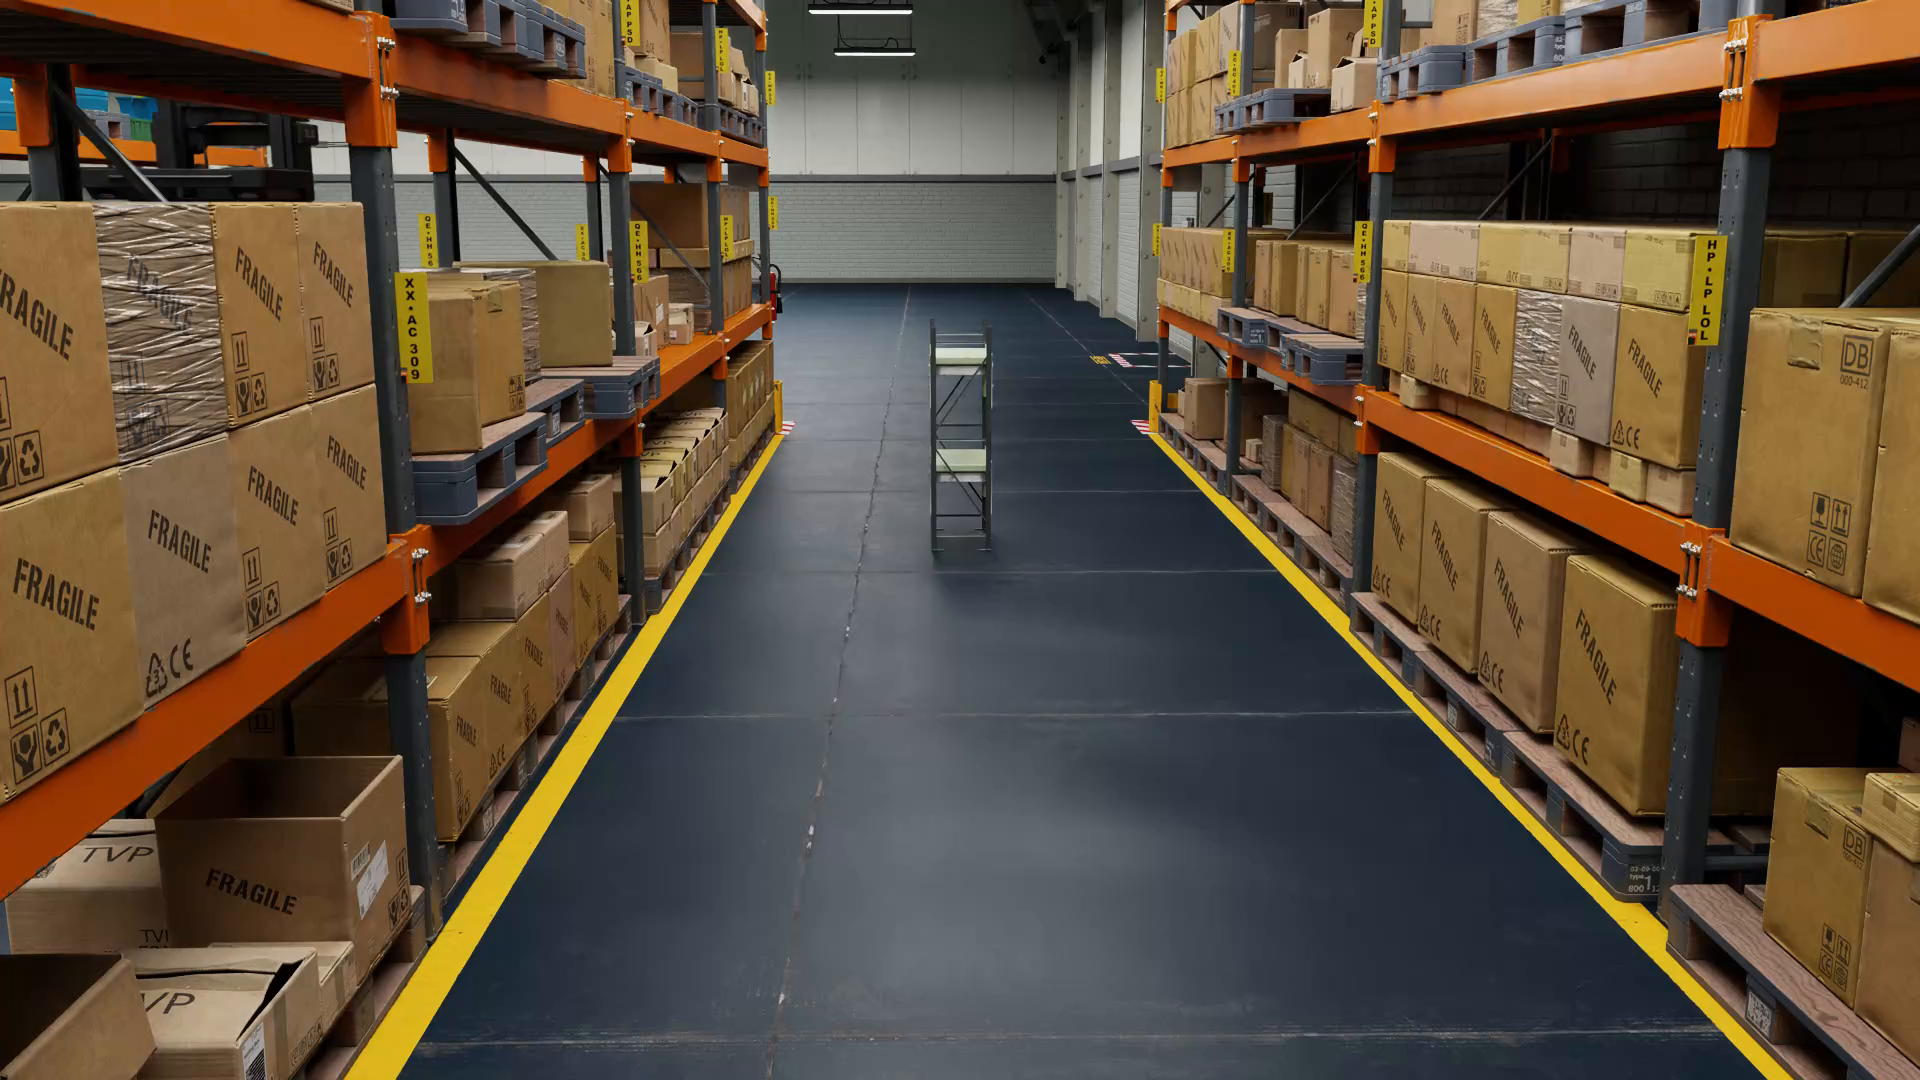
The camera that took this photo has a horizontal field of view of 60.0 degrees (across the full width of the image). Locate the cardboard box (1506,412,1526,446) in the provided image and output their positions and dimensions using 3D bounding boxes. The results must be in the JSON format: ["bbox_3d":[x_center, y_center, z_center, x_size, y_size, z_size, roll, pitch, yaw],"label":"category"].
[{"bbox_3d":[2.518,-0.481,6.965,0.380,0.149,0.250,0,11,1],"label":"cardboard box"}]

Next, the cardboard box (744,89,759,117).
[{"bbox_3d":[-2.128,-4.030,15.302,0.500,0.250,0.500,0,11,-1],"label":"cardboard box"}]

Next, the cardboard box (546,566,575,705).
[{"bbox_3d":[-1.969,0.405,7.198,0.500,0.500,0.500,-1,11,-3],"label":"cardboard box"}]

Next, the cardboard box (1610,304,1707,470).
[{"bbox_3d":[2.523,-0.518,5.516,0.500,0.500,0.500,0,11,-2],"label":"cardboard box"}]

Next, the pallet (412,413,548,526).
[{"bbox_3d":[-2.075,-0.266,5.811,1.003,0.211,1.213,0,11,-1],"label":"pallet"}]

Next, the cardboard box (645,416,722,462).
[{"bbox_3d":[-2.021,-0.742,12.120,0.500,0.311,0.500,0,11,0],"label":"cardboard box"}]

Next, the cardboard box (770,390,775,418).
[{"bbox_3d":[-2.109,-1.339,16.476,0.500,0.250,0.500,0,11,-1],"label":"cardboard box"}]

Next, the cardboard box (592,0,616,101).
[{"bbox_3d":[-2.208,-2.429,8.191,0.910,0.500,0.500,0,11,-1],"label":"cardboard box"}]

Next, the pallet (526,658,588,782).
[{"bbox_3d":[-2.251,0.761,7.278,1.003,0.211,1.213,0,11,-1],"label":"pallet"}]

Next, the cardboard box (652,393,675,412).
[{"bbox_3d":[-2.560,-1.208,13.942,0.500,0.500,0.500,0,11,-1],"label":"cardboard box"}]

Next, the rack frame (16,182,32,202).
[{"bbox_3d":[-7.286,-1.772,12.748,1.000,3.000,0.127,0,11,-1],"label":"rack frame"}]

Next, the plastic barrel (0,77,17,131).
[{"bbox_3d":[-7.058,-3.387,11.906,0.600,0.901,0.708,0,11,-1],"label":"plastic barrel"}]

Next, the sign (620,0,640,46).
[{"bbox_3d":[-1.708,-2.722,8.585,0.100,0.325,0.005,0,11,-1],"label":"sign"}]

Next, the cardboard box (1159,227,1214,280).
[{"bbox_3d":[2.246,-2.815,16.333,0.500,0.500,0.500,0,11,-1],"label":"cardboard box"}]

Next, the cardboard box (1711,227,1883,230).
[{"bbox_3d":[3.018,-0.991,5.963,0.500,0.250,0.500,0,11,0],"label":"cardboard box"}]

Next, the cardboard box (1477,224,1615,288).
[{"bbox_3d":[2.497,-1.191,6.947,0.500,0.250,0.500,0,11,-2],"label":"cardboard box"}]

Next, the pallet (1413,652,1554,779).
[{"bbox_3d":[2.665,0.748,7.340,1.003,0.211,1.213,0,11,-1],"label":"pallet"}]

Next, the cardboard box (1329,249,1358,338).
[{"bbox_3d":[2.644,-1.486,9.983,0.700,0.500,0.500,-1,12,-7],"label":"cardboard box"}]

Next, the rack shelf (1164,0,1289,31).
[{"bbox_3d":[2.578,-4.796,14.384,1.077,0.370,4.000,0,11,-1],"label":"rack shelf"}]

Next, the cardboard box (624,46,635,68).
[{"bbox_3d":[-2.355,-3.013,10.645,0.500,0.250,0.500,-1,12,-6],"label":"cardboard box"}]

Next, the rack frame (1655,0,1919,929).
[{"bbox_3d":[2.785,-0.222,5.110,1.000,3.000,0.127,0,11,-1],"label":"rack frame"}]

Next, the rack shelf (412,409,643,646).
[{"bbox_3d":[-2.209,-0.246,7.037,1.077,0.370,4.000,0,11,-1],"label":"rack shelf"}]

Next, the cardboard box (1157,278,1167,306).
[{"bbox_3d":[2.229,-2.446,16.397,0.500,0.250,0.500,-1,11,-3],"label":"cardboard box"}]

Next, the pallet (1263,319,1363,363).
[{"bbox_3d":[2.620,-1.317,10.987,1.003,0.211,1.213,0,11,-1],"label":"pallet"}]

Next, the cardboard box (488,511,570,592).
[{"bbox_3d":[-1.966,0.045,7.087,0.500,0.250,0.500,0,11,-2],"label":"cardboard box"}]

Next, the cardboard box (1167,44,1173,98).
[{"bbox_3d":[2.302,-4.549,16.076,0.500,0.500,0.500,-1,12,-5],"label":"cardboard box"}]

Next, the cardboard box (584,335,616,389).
[{"bbox_3d":[-2.214,-1.025,9.292,0.500,0.311,0.500,0,11,2],"label":"cardboard box"}]

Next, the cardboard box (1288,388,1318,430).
[{"bbox_3d":[2.664,-0.937,11.927,0.500,0.250,0.500,0,11,-2],"label":"cardboard box"}]

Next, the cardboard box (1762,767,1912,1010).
[{"bbox_3d":[2.698,0.946,4.582,0.700,0.500,0.500,0,11,0],"label":"cardboard box"}]

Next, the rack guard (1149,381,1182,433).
[{"bbox_3d":[2.538,-1.367,17.042,1.175,0.500,0.348,0,11,-1],"label":"rack guard"}]

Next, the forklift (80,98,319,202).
[{"bbox_3d":[-4.570,-1.227,10.237,1.130,2.935,3.031,0,11,-2],"label":"forklift"}]

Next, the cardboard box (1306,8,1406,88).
[{"bbox_3d":[2.576,-3.183,10.853,0.500,0.500,0.500,-1,11,-3],"label":"cardboard box"}]

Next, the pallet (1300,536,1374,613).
[{"bbox_3d":[2.687,0.194,10.073,1.003,0.211,1.213,0,11,-1],"label":"pallet"}]

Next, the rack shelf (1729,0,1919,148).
[{"bbox_3d":[2.826,-0.942,2.924,1.077,0.370,4.000,0,11,-1],"label":"rack shelf"}]

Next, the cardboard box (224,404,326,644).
[{"bbox_3d":[-1.889,-0.049,4.007,0.500,0.500,0.500,0,11,0],"label":"cardboard box"}]

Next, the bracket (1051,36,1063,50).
[{"bbox_3d":[2.503,-12.544,41.702,0.076,0.066,4.783,0,11,-1],"label":"bracket"}]

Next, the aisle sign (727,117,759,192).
[{"bbox_3d":[-2.124,-3.875,16.576,0.394,0.787,0.004,0,11,-1],"label":"aisle sign"}]

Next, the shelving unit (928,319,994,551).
[{"bbox_3d":[0.000,-0.736,11.417,0.431,1.500,0.755,0,11,-1],"label":"shelving unit"}]

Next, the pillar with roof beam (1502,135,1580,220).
[{"bbox_3d":[-0.764,-4.202,9.637,9.100,9.000,0.400,0,11,-1],"label":"pillar with roof beam"}]

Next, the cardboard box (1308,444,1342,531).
[{"bbox_3d":[2.702,-0.352,10.932,0.700,0.500,0.500,0,11,-1],"label":"cardboard box"}]

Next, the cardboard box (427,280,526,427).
[{"bbox_3d":[-2.032,-0.687,6.096,0.700,0.500,0.500,2,12,8],"label":"cardboard box"}]

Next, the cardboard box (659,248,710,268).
[{"bbox_3d":[-2.145,-2.213,13.038,0.380,0.149,0.250,0,11,-1],"label":"cardboard box"}]

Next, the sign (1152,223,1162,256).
[{"bbox_3d":[1.994,-3.030,16.771,0.100,0.325,0.005,0,11,-1],"label":"sign"}]

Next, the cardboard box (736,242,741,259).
[{"bbox_3d":[-2.189,-2.621,15.051,0.380,0.149,0.250,0,11,0],"label":"cardboard box"}]

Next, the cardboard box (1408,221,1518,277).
[{"bbox_3d":[2.466,-1.391,7.937,0.500,0.250,0.500,0,11,-2],"label":"cardboard box"}]

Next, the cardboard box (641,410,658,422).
[{"bbox_3d":[-2.574,-0.841,12.611,0.500,0.311,0.500,0,11,-1],"label":"cardboard box"}]

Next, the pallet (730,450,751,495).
[{"bbox_3d":[-2.308,-0.583,13.902,1.003,0.211,1.213,0,11,-1],"label":"pallet"}]

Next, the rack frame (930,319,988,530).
[{"bbox_3d":[-0.008,-0.809,11.775,0.400,1.500,0.023,0,11,-1],"label":"rack frame"}]

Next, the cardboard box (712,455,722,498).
[{"bbox_3d":[-2.026,-0.468,12.180,0.500,0.250,0.500,0,11,-2],"label":"cardboard box"}]

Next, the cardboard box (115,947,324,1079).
[{"bbox_3d":[-1.857,1.162,3.942,0.500,0.311,0.500,0,11,-1],"label":"cardboard box"}]

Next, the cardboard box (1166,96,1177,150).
[{"bbox_3d":[2.294,-4.069,16.225,0.500,0.500,0.500,0,11,0],"label":"cardboard box"}]

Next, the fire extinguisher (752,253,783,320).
[{"bbox_3d":[-1.954,-2.574,16.897,0.296,0.674,0.183,0,11,-1],"label":"fire extinguisher"}]
